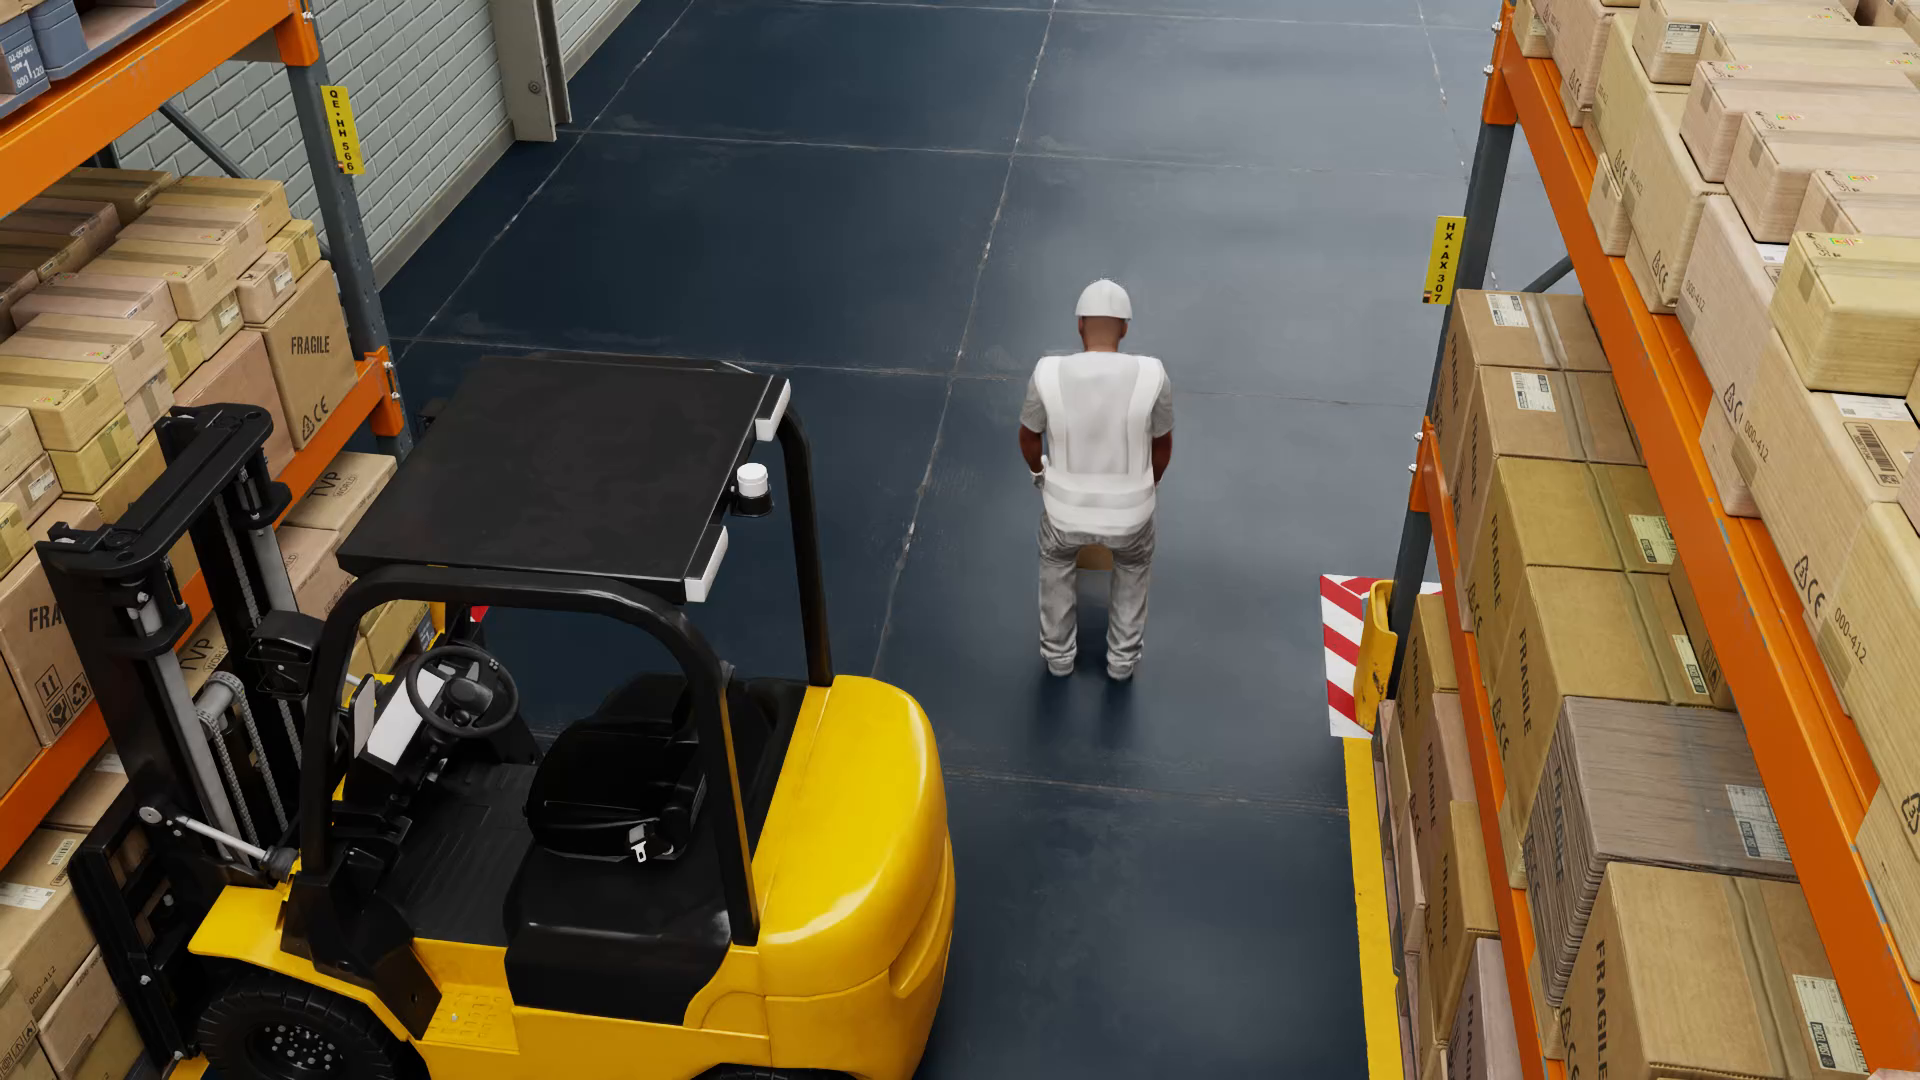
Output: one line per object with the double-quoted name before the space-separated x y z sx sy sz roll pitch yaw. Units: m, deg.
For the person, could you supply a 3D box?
"person" 0.518 -0.189 6.496 0.587 1.663 0.559 5 36 7
